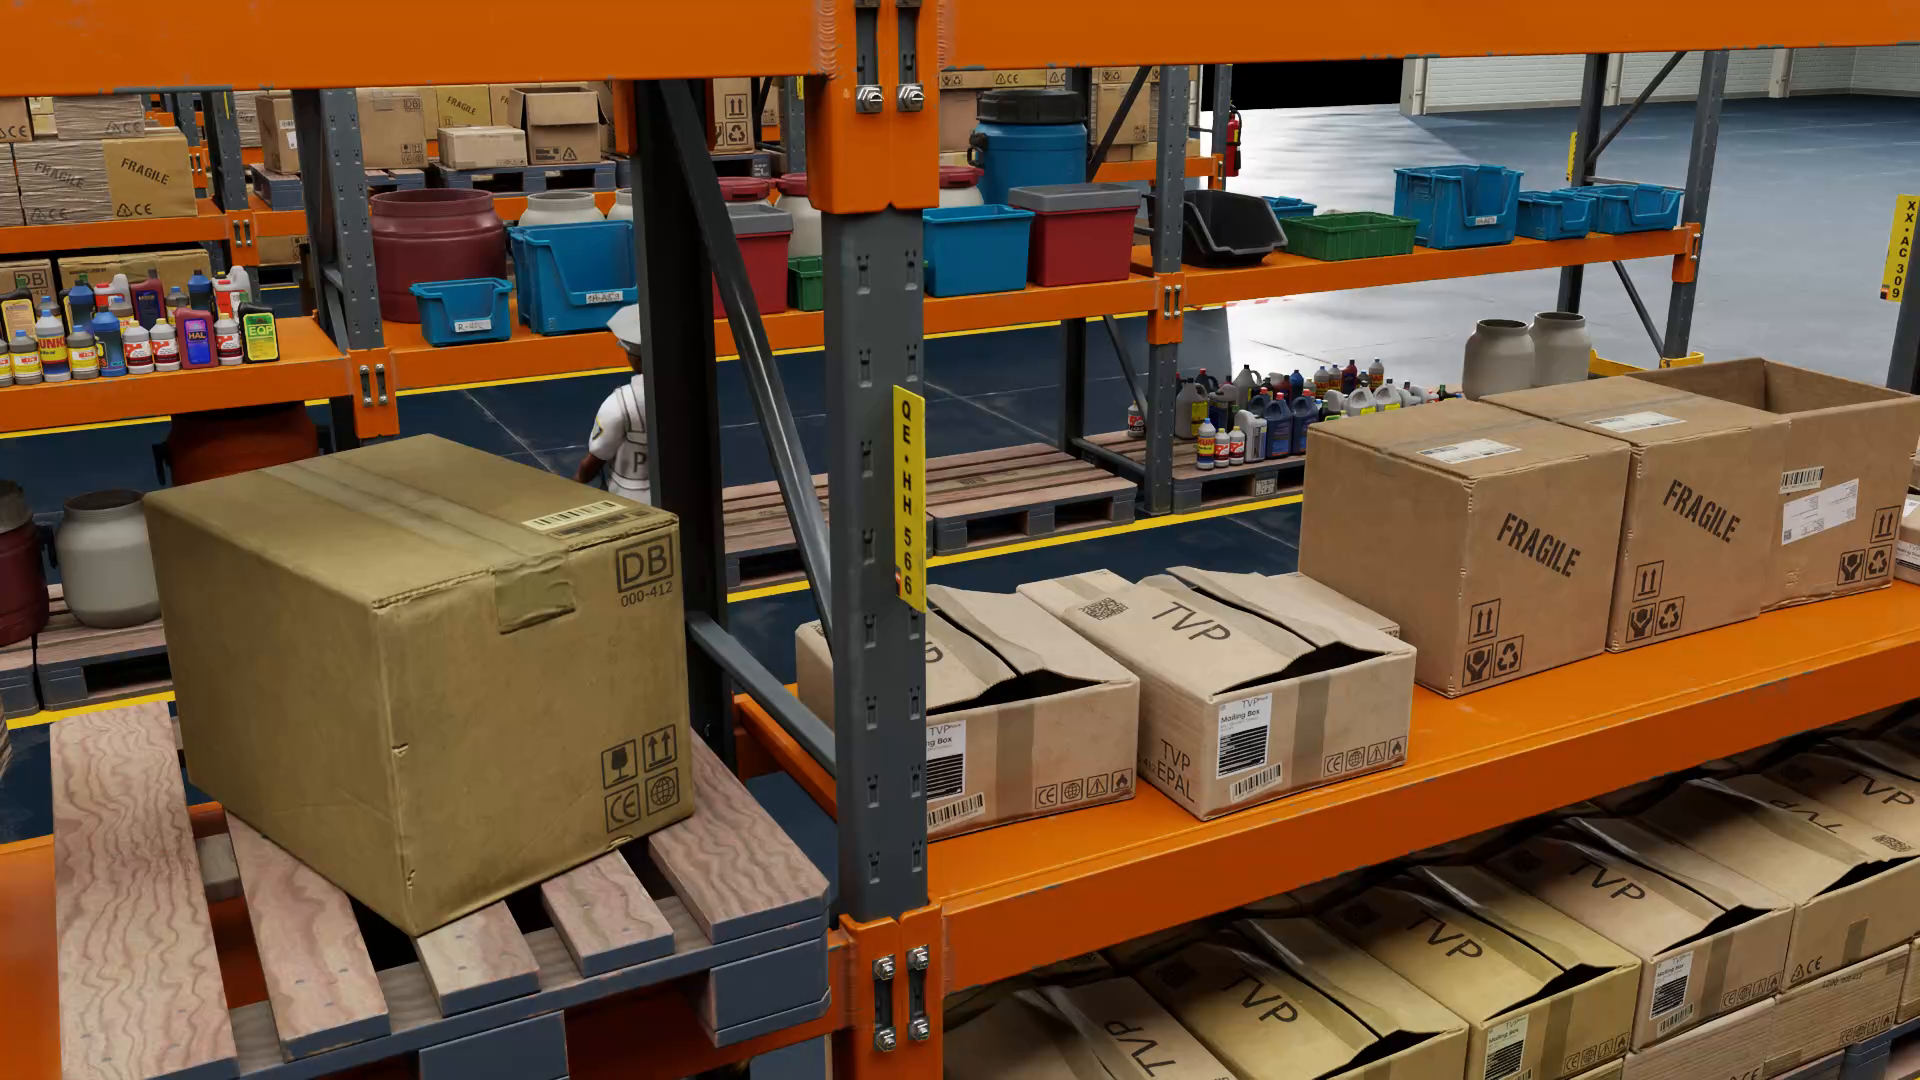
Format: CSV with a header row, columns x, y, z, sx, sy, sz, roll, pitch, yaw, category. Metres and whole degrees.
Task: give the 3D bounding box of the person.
x,y,z,sx,sy,sz,roll,pitch,yaw,category
-1.218,-0.123,6.423,0.525,1.624,0.789,-13,22,-33,person
